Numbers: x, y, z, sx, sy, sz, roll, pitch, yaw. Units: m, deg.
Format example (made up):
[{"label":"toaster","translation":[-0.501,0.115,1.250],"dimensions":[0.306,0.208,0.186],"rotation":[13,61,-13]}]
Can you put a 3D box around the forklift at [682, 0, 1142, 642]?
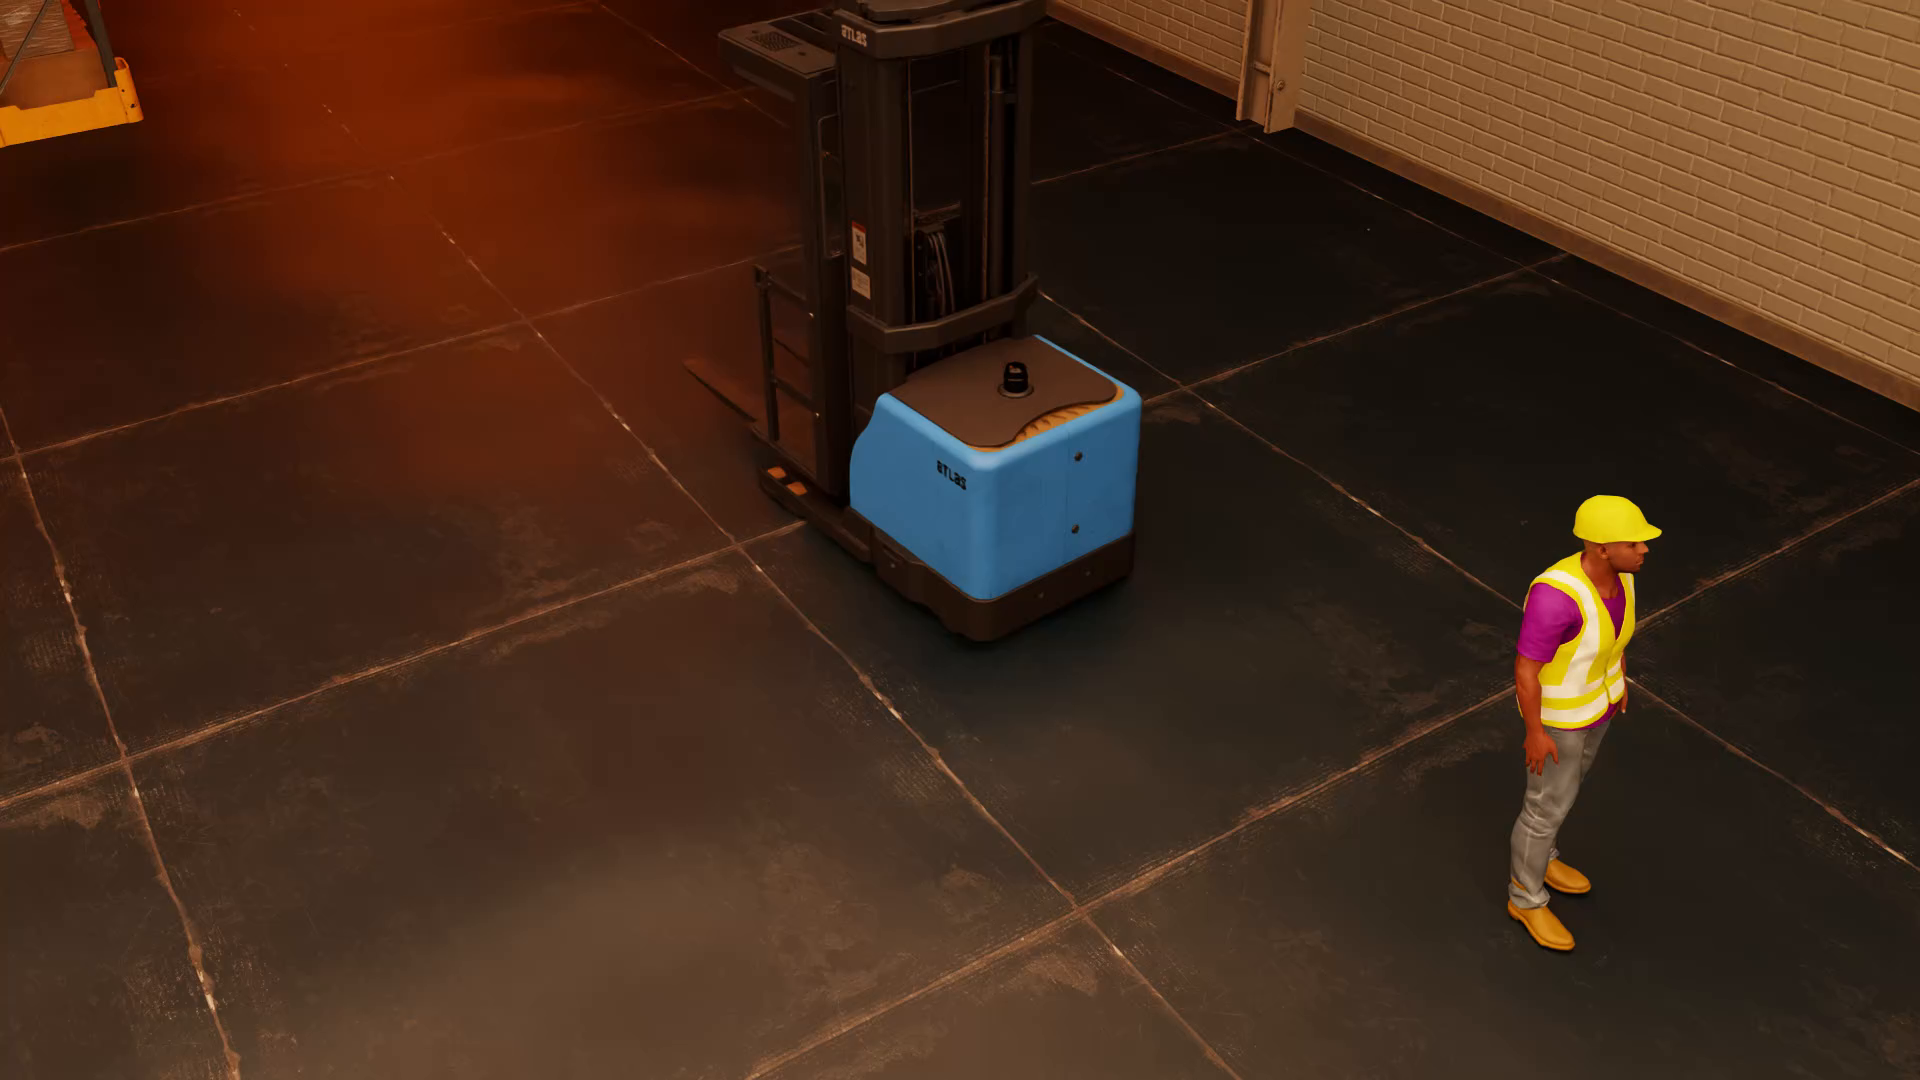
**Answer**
[{"label":"forklift","translation":[-0.435,-1.501,8.283],"dimensions":[1.130,2.935,3.031],"rotation":[-25,42,-31]}]

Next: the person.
[{"label":"person","translation":[2.299,0.592,6.255],"dimensions":[0.666,1.706,0.420],"rotation":[-28,44,-34]}]
